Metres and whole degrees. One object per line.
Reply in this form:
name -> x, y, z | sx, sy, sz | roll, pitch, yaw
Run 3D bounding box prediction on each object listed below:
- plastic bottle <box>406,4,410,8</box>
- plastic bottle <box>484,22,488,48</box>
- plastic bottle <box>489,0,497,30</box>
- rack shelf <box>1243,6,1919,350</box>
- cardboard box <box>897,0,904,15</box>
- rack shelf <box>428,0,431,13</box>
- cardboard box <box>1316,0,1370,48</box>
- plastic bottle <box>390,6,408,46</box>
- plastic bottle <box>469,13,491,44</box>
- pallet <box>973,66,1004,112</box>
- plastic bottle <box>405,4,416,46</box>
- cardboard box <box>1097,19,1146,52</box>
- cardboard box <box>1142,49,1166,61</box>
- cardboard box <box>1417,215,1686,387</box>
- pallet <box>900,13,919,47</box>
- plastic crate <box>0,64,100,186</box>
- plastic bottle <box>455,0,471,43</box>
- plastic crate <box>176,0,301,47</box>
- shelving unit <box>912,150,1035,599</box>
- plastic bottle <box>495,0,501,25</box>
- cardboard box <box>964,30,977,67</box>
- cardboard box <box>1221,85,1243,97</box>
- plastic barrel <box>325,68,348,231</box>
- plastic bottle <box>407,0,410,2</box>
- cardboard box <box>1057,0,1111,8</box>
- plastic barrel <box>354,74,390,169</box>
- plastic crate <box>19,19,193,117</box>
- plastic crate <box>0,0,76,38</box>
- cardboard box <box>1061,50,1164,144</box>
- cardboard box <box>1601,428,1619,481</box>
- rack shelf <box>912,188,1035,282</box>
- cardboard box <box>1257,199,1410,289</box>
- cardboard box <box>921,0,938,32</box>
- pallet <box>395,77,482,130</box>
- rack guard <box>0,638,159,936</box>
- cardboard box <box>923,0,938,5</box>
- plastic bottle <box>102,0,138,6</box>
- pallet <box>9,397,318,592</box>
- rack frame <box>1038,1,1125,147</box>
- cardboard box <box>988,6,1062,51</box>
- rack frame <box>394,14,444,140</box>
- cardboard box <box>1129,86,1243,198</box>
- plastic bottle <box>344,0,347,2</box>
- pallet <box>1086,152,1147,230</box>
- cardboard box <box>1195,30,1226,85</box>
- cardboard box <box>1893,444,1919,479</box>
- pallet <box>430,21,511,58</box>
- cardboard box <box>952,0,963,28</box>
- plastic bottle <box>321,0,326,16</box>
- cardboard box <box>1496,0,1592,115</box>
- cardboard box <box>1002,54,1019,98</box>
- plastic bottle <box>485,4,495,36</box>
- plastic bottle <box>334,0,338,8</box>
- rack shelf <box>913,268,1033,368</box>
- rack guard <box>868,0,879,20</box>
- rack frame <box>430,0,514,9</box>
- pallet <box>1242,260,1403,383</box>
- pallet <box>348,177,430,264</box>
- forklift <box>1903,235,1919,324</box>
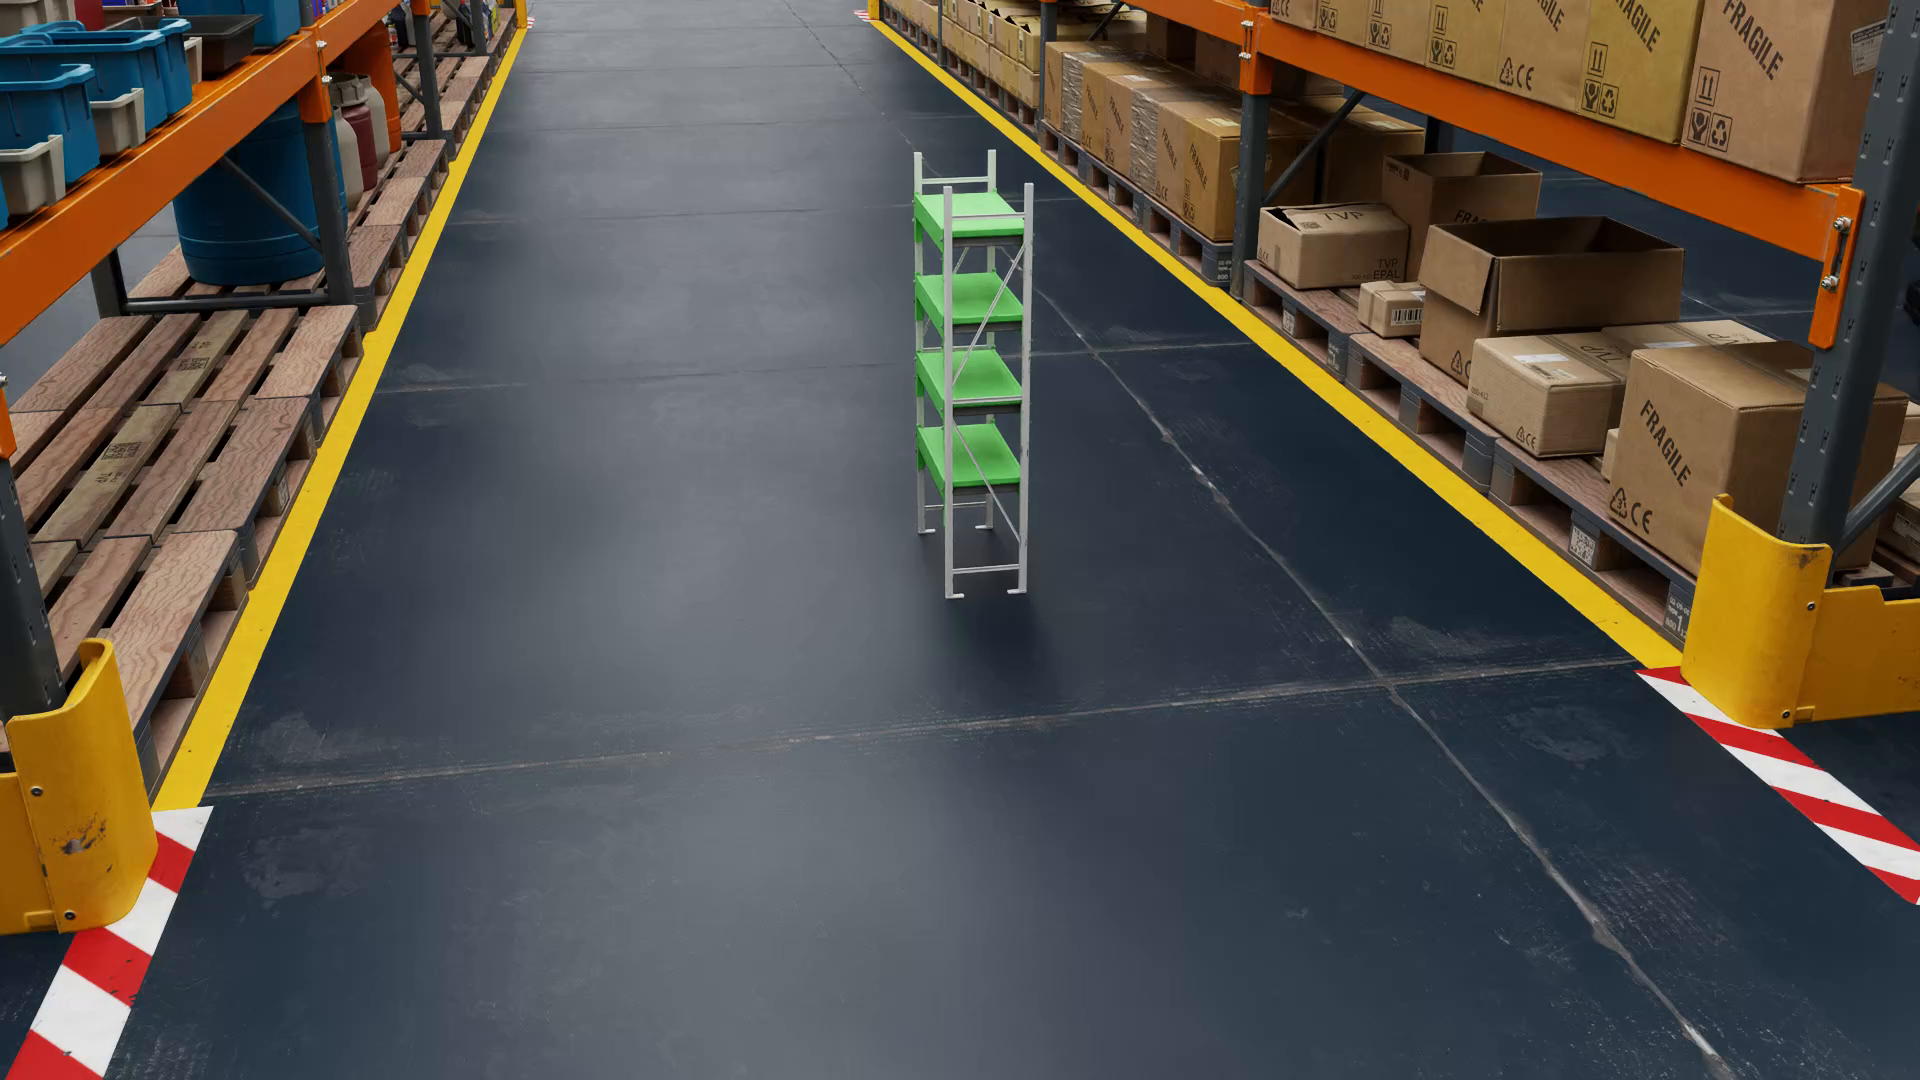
plastic bottle -> -5.088, -4.783, 15.308 | 0.152, 0.276, 0.135 | -4, 24, -9
plastic bottle -> -4.193, -4.440, 14.528 | 0.097, 0.271, 0.097 | 0, 24, 0
plastic bottle -> -4.454, -4.982, 15.669 | 0.144, 0.351, 0.185 | -3, 24, -8
rack shelf -> 2.153, -1.433, 5.683 | 1.077, 0.370, 4.000 | -4, 24, -10
cardboard box -> -0.367, -5.582, 17.193 | 0.500, 0.250, 0.500 | -4, 24, -10
rack shelf -> -4.195, -4.215, 12.052 | 1.077, 0.370, 4.000 | -4, 24, -10
cardboard box -> 1.708, -2.174, 6.354 | 0.500, 0.500, 0.500 | -4, 24, -9
plastic bottle -> -4.967, -4.551, 14.682 | 0.144, 0.351, 0.185 | -5, 24, -11
plastic bottle -> -4.279, -4.568, 14.814 | 0.152, 0.276, 0.135 | -3, 24, -8
pallet -> 0.708, -3.651, 13.345 | 1.003, 0.211, 1.213 | -4, 24, -10
plastic bottle -> -4.825, -4.562, 14.707 | 0.144, 0.351, 0.185 | -4, 24, -10
cardboard box -> 1.235, -3.540, 11.818 | 0.500, 0.311, 0.500 | -4, 24, -8
cardboard box -> 1.447, -2.829, 10.552 | 0.500, 0.500, 0.500 | -3, 24, -8
cardboard box -> 2.136, -0.869, 6.060 | 0.797, 0.503, 0.637 | -4, 24, -10
pallet -> -0.031, -5.215, 16.927 | 1.003, 0.211, 1.213 | -4, 24, -10
plastic crate -> -2.189, -0.942, 3.794 | 0.416, 0.233, 0.300 | -4, 24, -10
plastic bottle -> -4.448, -4.656, 14.924 | 0.144, 0.351, 0.185 | -4, 24, -10
plastic crate -> -2.664, -2.046, 6.132 | 0.392, 0.384, 0.575 | -4, 24, -10
shelving unit -> 0.031, -0.485, 4.861 | 0.258, 1.200, 0.503 | -4, 24, -10
plastic bottle -> -4.494, -5.127, 16.085 | 0.061, 0.283, 0.133 | -4, 24, -8
cardboard box -> 0.327, -4.047, 13.679 | 0.500, 0.250, 0.500 | -5, 24, -11
cardboard box -> 1.739, -2.220, 9.159 | 0.500, 0.500, 0.500 | -4, 24, -9
plastic barrel -> -3.300, -1.909, 7.970 | 0.600, 0.901, 0.708 | -4, 24, -10
plastic bottle -> -5.212, -4.985, 15.775 | 0.097, 0.271, 0.097 | 0, 24, 0
cardboard box -> 0.942, -4.149, 13.212 | 0.500, 0.311, 0.500 | -5, 24, -10
plastic barrel -> -3.525, -2.404, 9.589 | 0.421, 0.512, 0.421 | 0, 24, 0
plastic crate -> -2.367, -1.319, 4.657 | 0.416, 0.233, 0.300 | -4, 24, -10
plastic crate -> -2.984, -1.543, 5.109 | 0.437, 0.282, 0.530 | -4, 24, -10
cardboard box -> 0.949, -2.773, 10.426 | 0.500, 0.500, 0.500 | -5, 24, -12
cardboard box -> 2.194, -0.241, 5.045 | 0.380, 0.166, 0.250 | -4, 24, -10
rack shelf -> 0.031, -0.866, 4.694 | 0.258, 0.148, 0.480 | -4, 24, -10
cardboard box -> 1.648, -1.338, 7.375 | 0.500, 0.311, 0.500 | -4, 24, -10
cardboard box -> -0.079, -4.992, 15.844 | 0.500, 0.250, 0.500 | -4, 24, -10
pallet -> -4.152, -3.266, 12.465 | 1.003, 0.211, 1.213 | -4, 24, -10
rack guard -> -2.328, 0.543, 3.382 | 1.175, 0.500, 0.348 | -4, 24, -10
cardboard box -> -0.078, -5.336, 15.694 | 0.500, 0.500, 0.500 | -4, 24, -10
plastic bottle -> -3.476, -2.259, 6.829 | 0.152, 0.276, 0.135 | -4, 24, -10
pallet -> -2.682, -0.139, 5.305 | 1.003, 0.211, 1.213 | -4, 24, -10
rack frame -> 1.044, -4.123, 10.942 | 1.000, 3.000, 0.127 | -4, 24, -10
cardboard box -> 0.512, -3.903, 12.648 | 0.500, 0.311, 0.500 | -4, 24, -10
rack frame -> -3.825, -3.758, 10.106 | 1.000, 3.000, 0.127 | -4, 24, -10
cardboard box -> 1.235, -2.171, 9.046 | 0.500, 0.500, 0.500 | -4, 24, -9
plastic bottle -> -2.898, -2.656, 7.730 | 0.061, 0.283, 0.133 | -4, 24, -10
pallet -> 1.367, -2.070, 9.725 | 1.003, 0.211, 1.213 | -4, 24, -10
cardboard box -> 1.655, -2.748, 9.431 | 0.500, 0.250, 0.500 | -5, 24, -11
cardboard box -> 2.737, -0.168, 4.877 | 0.380, 0.166, 0.250 | -4, 24, -10
pallet -> -4.877, -4.801, 15.980 | 1.003, 0.211, 1.213 | -4, 24, -10
cardboard box -> 0.223, -4.507, 14.033 | 0.500, 0.311, 0.500 | -5, 24, -10
plastic bottle -> -2.798, -2.366, 7.167 | 0.097, 0.201, 0.097 | 0, 24, 0
cardboard box -> 1.986, -1.579, 4.992 | 0.500, 0.500, 0.500 | -4, 24, -9
cardboard box -> 0.608, -3.447, 12.305 | 0.500, 0.250, 0.500 | -5, 24, -10
plastic bottle -> -4.331, -4.778, 15.287 | 0.061, 0.283, 0.133 | -3, 24, -7
plastic bottle -> -2.859, -2.527, 7.450 | 0.097, 0.271, 0.097 | 0, 24, 0
rack shelf -> 0.031, -0.646, 4.790 | 0.258, 0.148, 0.480 | -4, 24, -10
rack guard -> -0.440, -6.134, 18.669 | 1.175, 0.500, 0.348 | -4, 24, -10
rack frame -> -5.304, -6.905, 17.311 | 1.000, 3.000, 0.127 | -4, 24, -10
pallet -> 1.909, -1.001, 7.279 | 1.003, 0.211, 1.213 | -4, 24, -10
pallet -> -3.416, -1.694, 8.865 | 1.003, 0.211, 1.213 | -4, 24, -10
forklift -> 4.753, -2.171, 6.560 | 1.130, 2.935, 3.031 | 5, 24, 12
